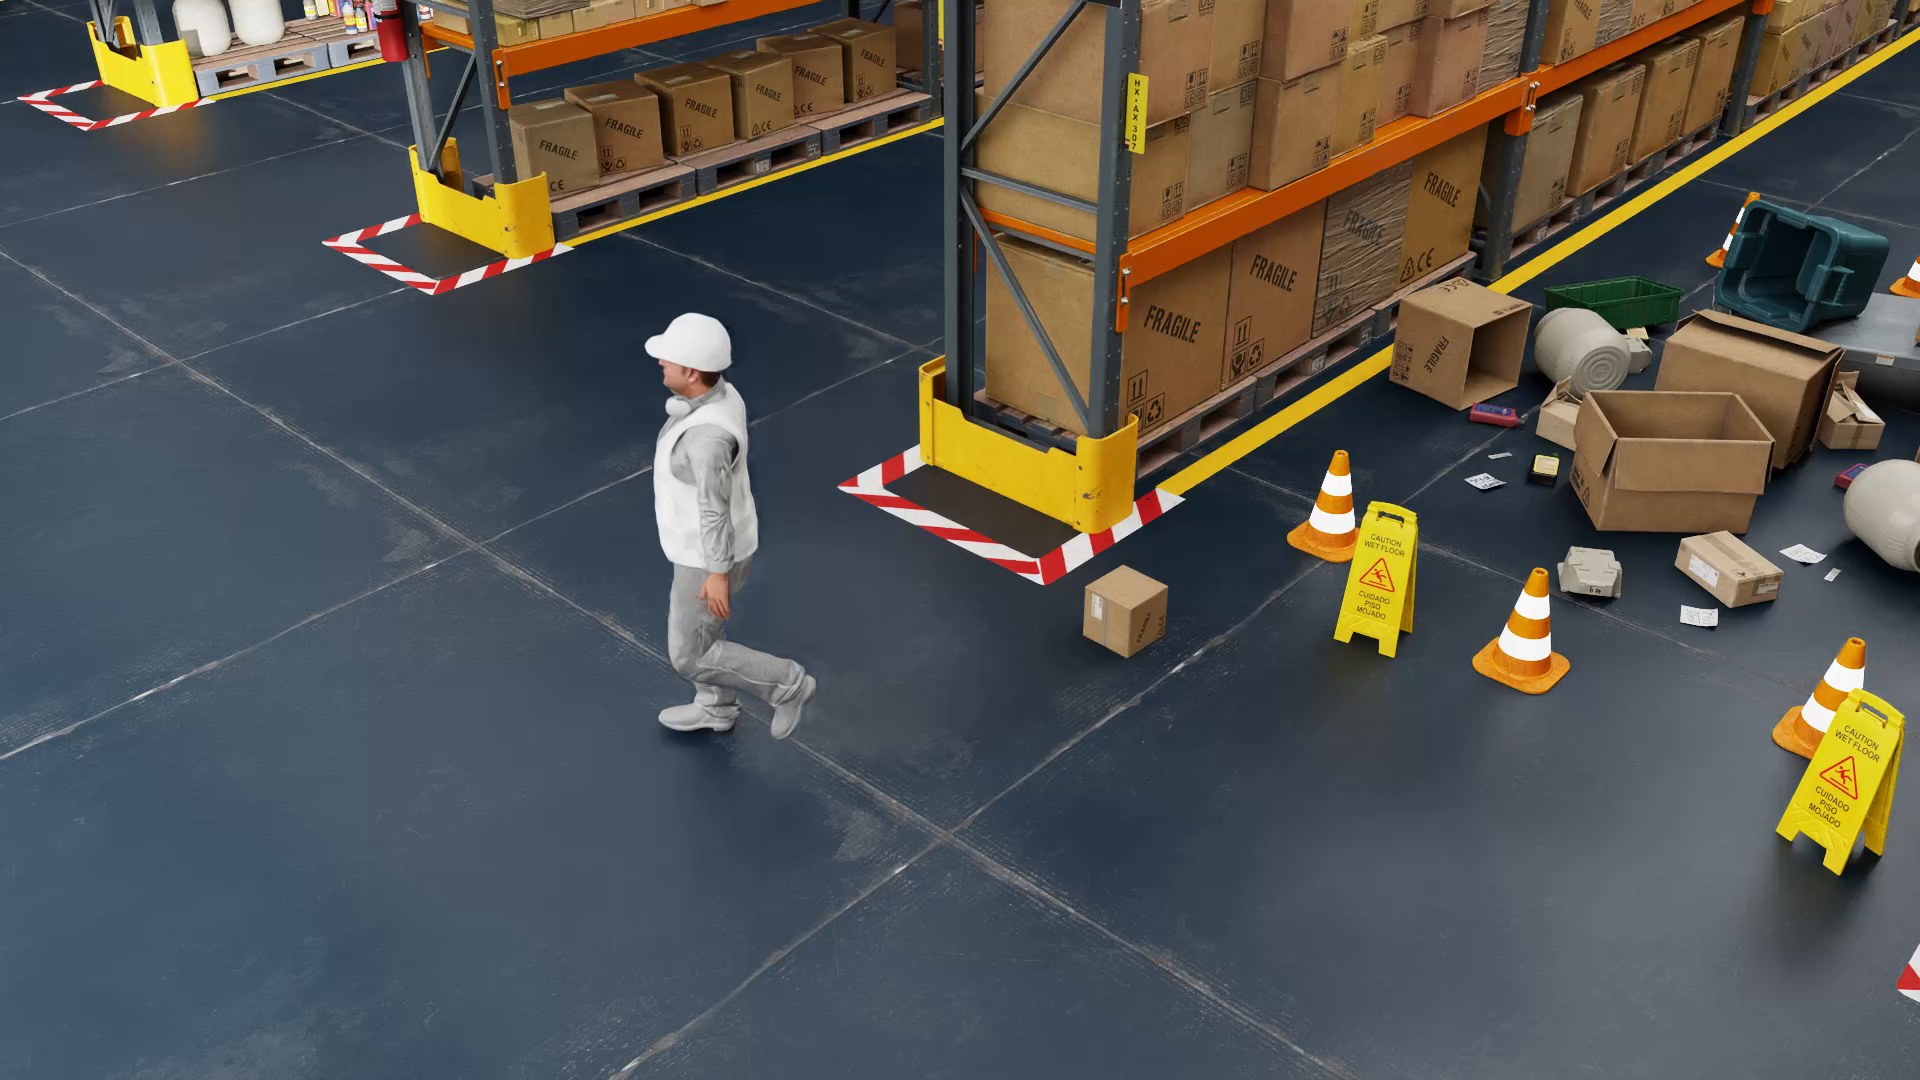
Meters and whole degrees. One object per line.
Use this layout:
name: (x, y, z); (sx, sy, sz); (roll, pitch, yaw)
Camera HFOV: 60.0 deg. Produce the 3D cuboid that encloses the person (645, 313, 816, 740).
person: (-0.868, 0.001, 6.071); (0.625, 1.763, 0.553); (-3, 31, -5)
